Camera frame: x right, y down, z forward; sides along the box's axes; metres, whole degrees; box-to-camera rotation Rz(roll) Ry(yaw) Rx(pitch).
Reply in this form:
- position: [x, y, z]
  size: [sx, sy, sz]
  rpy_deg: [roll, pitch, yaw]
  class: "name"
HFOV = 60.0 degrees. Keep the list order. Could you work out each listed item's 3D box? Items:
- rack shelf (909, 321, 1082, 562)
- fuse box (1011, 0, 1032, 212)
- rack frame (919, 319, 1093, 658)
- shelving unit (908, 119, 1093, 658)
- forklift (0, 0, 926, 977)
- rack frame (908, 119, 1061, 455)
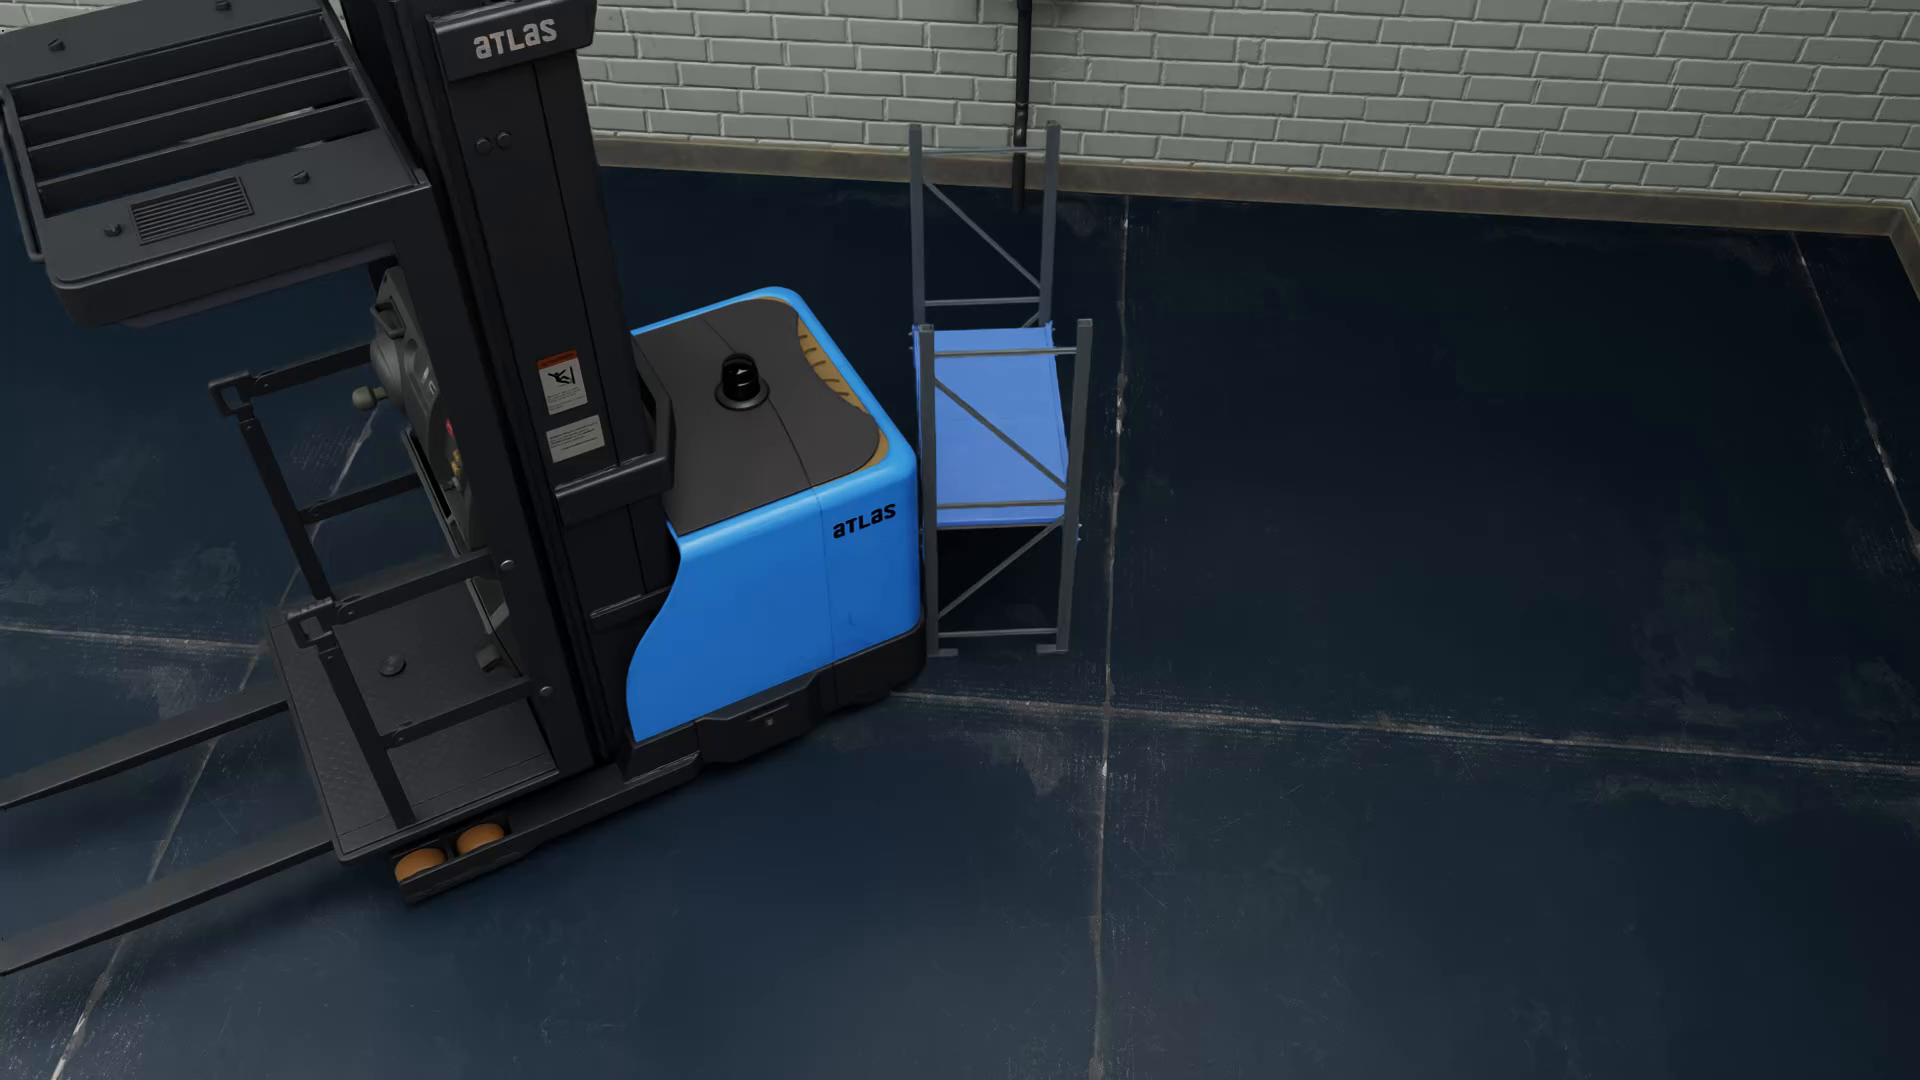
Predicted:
- position: [0.106, -0.365, 5.811]
  size: [0.538, 0.185, 1.000]
  rpy_deg: [-2, 48, -2]
  class: "rack shelf"
- position: [0.289, -2.080, 6.993]
  size: [0.539, 1.711, 0.414]
  rpy_deg: [4, 48, 4]
  class: "fuse box"
- position: [0.132, -0.112, 5.336]
  size: [0.500, 1.500, 0.032]
  rpy_deg: [-2, 48, -2]
  class: "rack frame"
- position: [0.106, -0.486, 5.678]
  size: [0.538, 1.500, 1.048]
  rpy_deg: [-2, 48, -2]
  class: "shelving unit"
- position: [-1.663, -0.315, 4.552]
  size: [3.031, 2.935, 1.130]
  rpy_deg: [-21, 51, -19]
  class: "forklift"
- position: [0.080, -0.861, 6.021]
  size: [0.500, 1.500, 0.032]
  rpy_deg: [-2, 48, -2]
  class: "rack frame"
